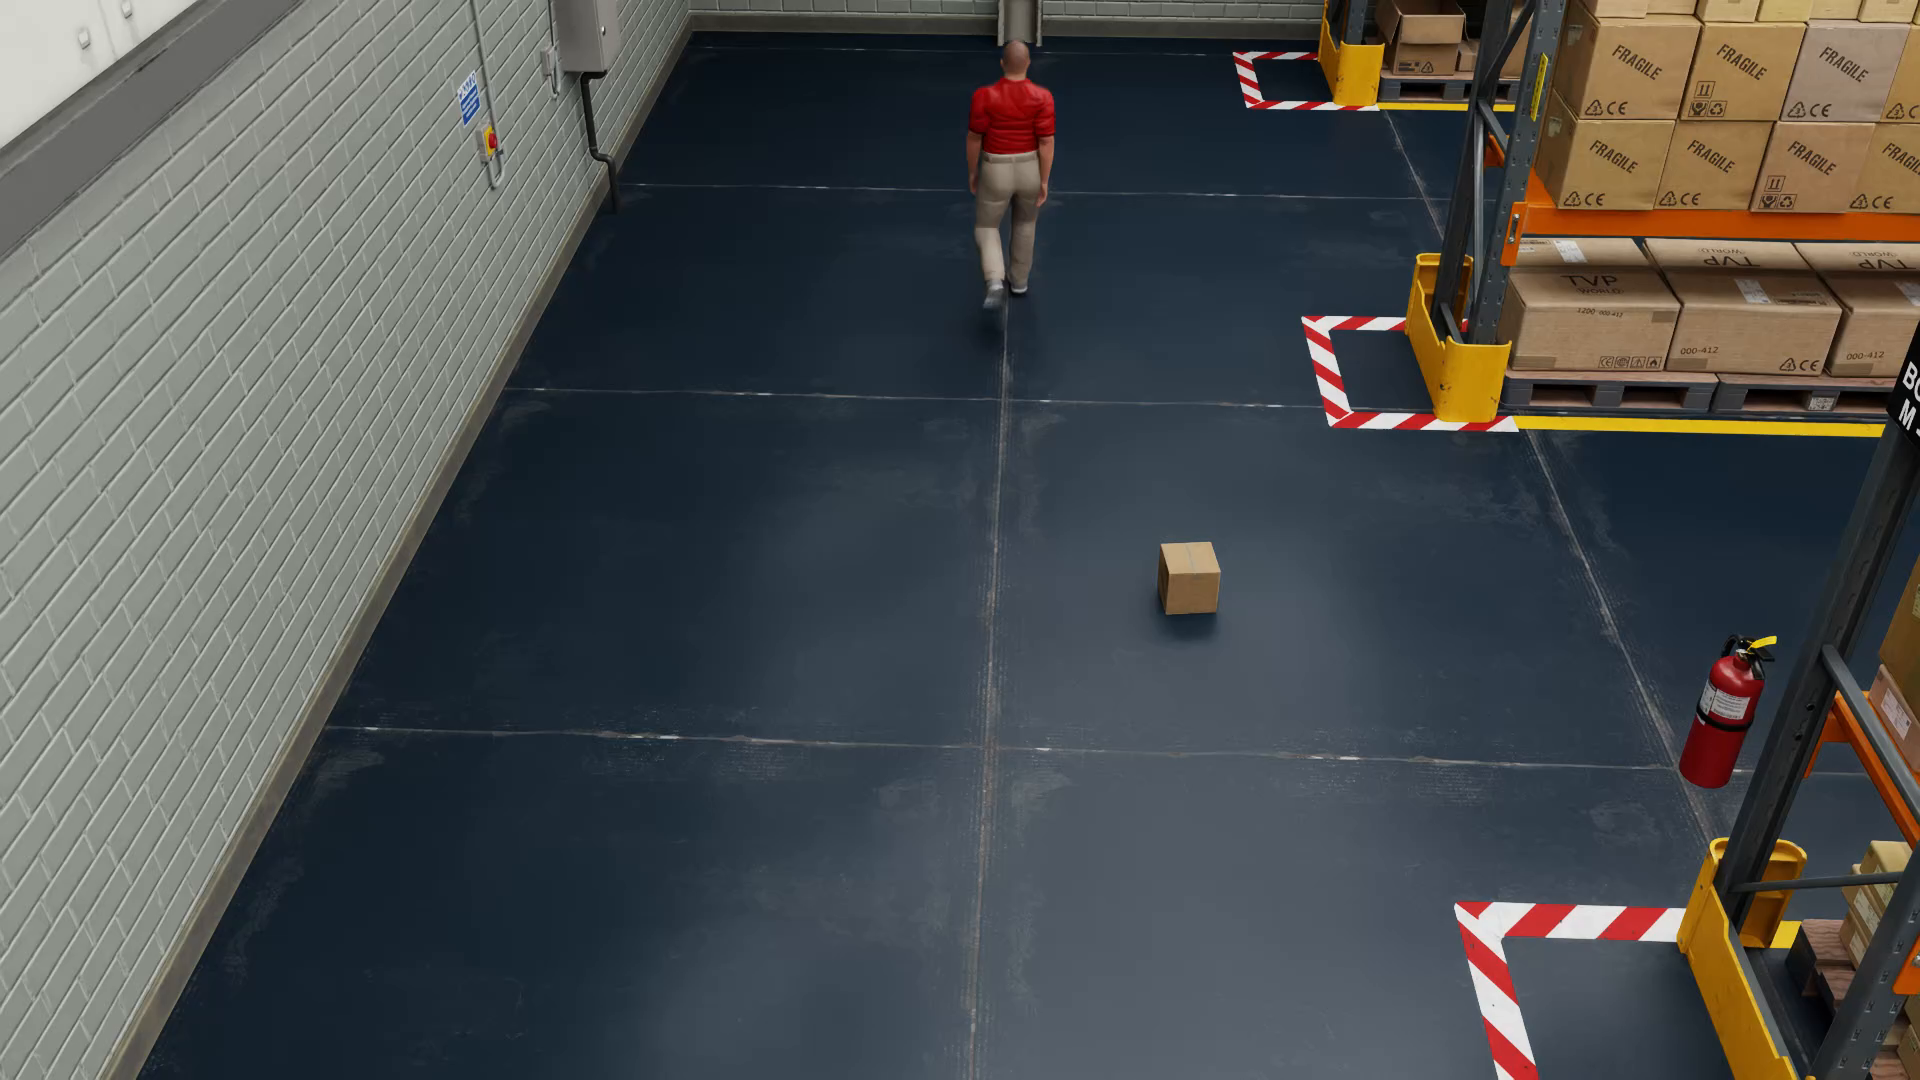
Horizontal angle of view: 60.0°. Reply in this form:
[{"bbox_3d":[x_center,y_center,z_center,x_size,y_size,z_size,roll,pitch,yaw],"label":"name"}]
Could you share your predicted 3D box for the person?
[{"bbox_3d":[0.306,-2.244,10.265,0.533,1.698,0.800,-2,36,-3],"label":"person"}]
